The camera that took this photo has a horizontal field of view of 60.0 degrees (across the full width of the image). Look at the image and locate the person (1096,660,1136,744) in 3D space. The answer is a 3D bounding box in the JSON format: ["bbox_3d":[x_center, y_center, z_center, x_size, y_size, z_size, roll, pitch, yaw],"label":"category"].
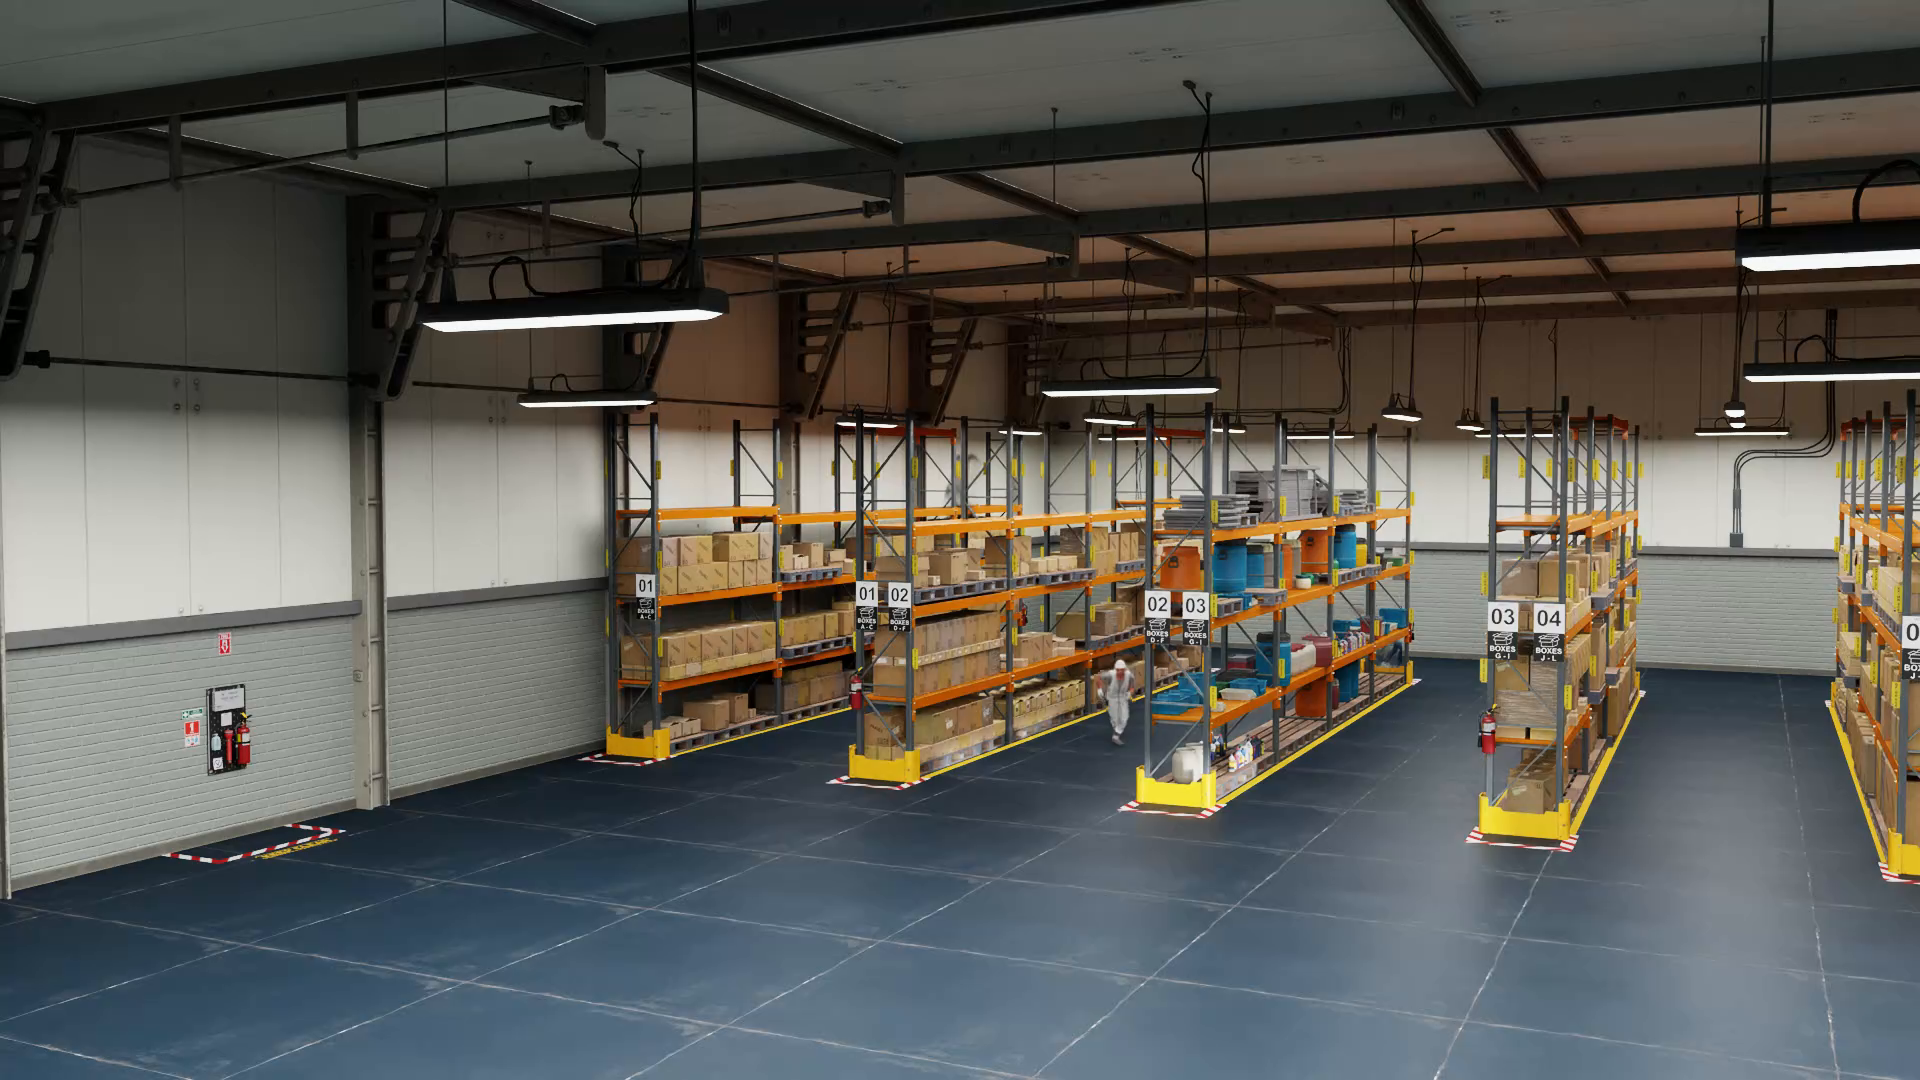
[{"bbox_3d":[2.829,2.944,30.161,0.693,1.590,0.828,0,2,-3],"label":"person"}]

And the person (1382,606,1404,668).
[{"bbox_3d":[10.836,2.465,41.391,0.719,1.644,0.524,2,3,42],"label":"person"}]
